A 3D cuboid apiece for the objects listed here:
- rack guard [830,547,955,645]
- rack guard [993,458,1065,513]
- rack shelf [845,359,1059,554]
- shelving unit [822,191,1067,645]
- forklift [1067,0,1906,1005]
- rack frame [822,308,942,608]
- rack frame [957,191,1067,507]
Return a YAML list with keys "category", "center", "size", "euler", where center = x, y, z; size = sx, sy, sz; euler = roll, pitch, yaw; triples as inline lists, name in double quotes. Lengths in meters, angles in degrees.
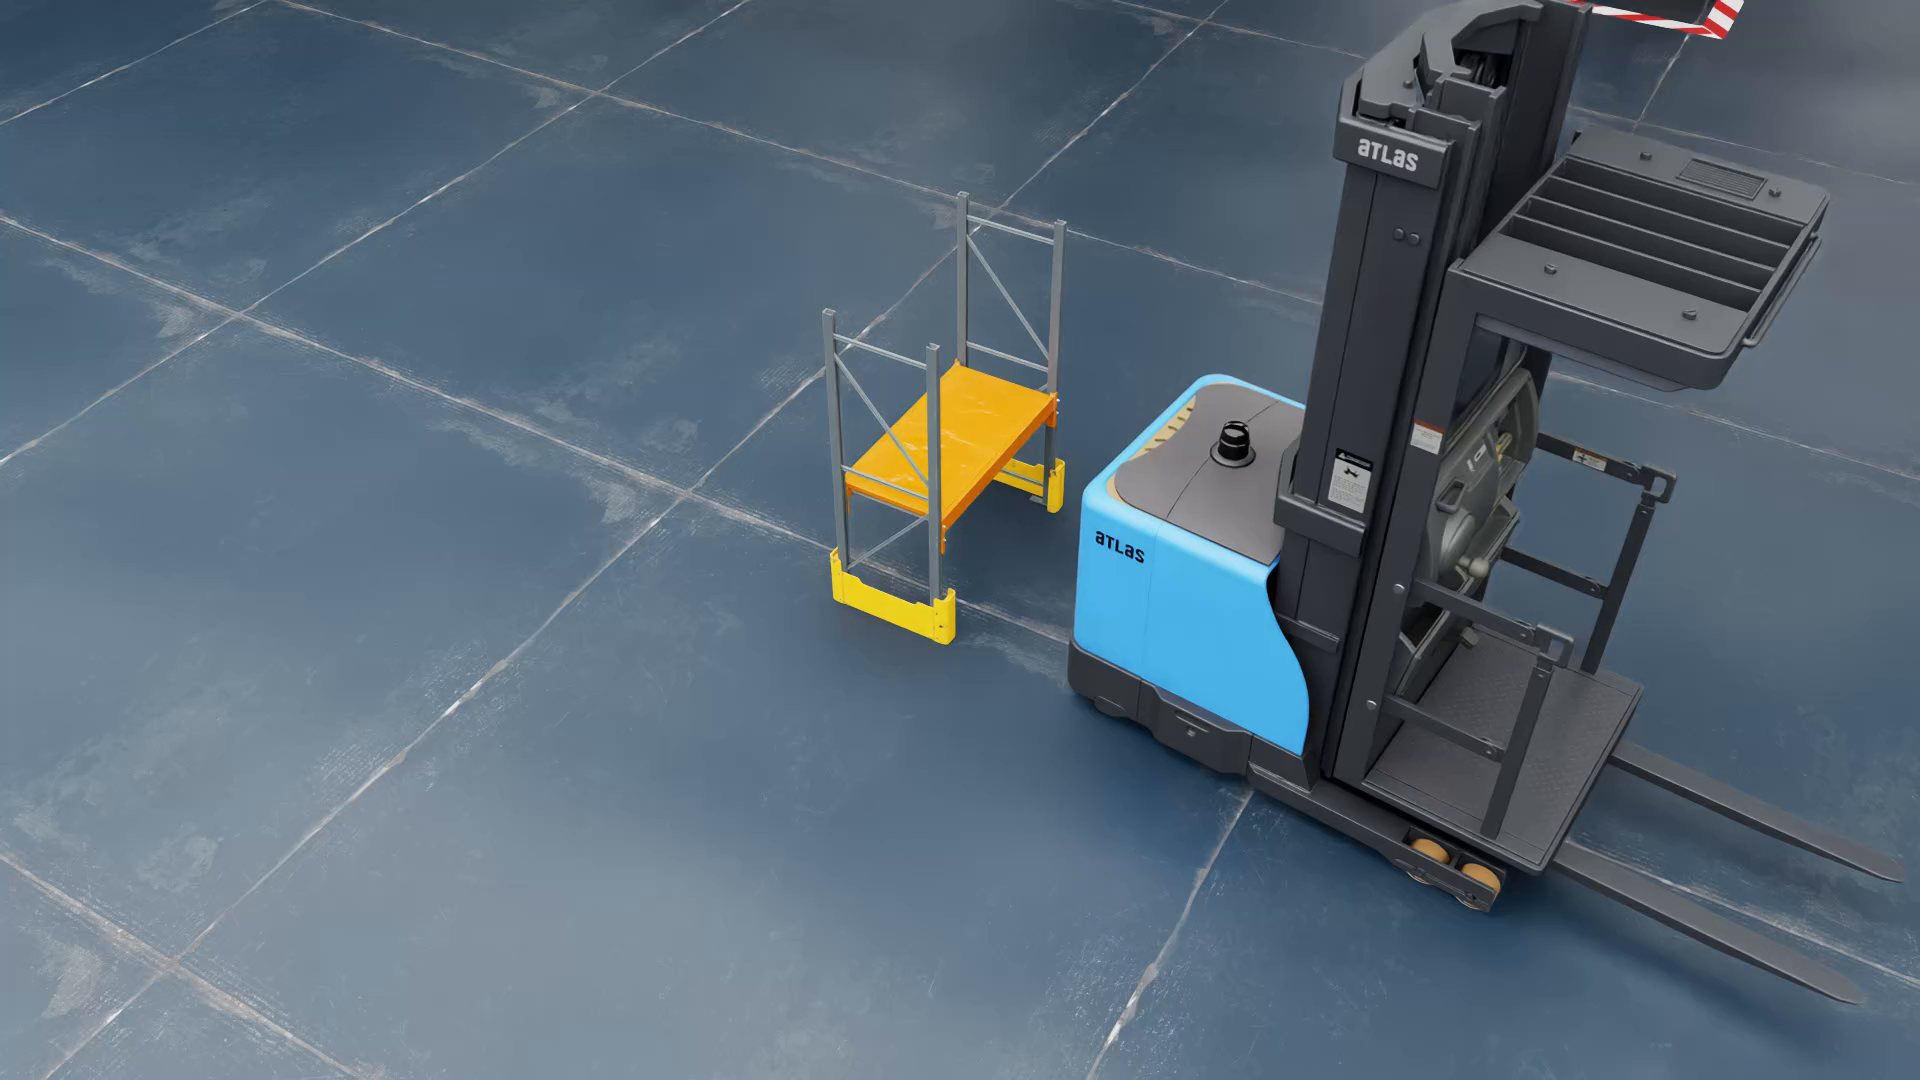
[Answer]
- category: "rack guard"
  center: [-0.287, 0.235, 7.110]
  size: [0.587, 0.250, 0.087]
  euler: [21, 45, 22]
- category: "rack guard"
  center: [0.211, -0.335, 7.757]
  size: [0.587, 0.250, 0.087]
  euler: [21, 45, 22]
- category: "rack shelf"
  center: [-0.043, -0.379, 7.133]
  size: [0.538, 0.185, 1.000]
  euler: [21, 45, 22]
- category: "shelving unit"
  center: [-0.038, -0.519, 7.020]
  size: [0.587, 1.500, 1.083]
  euler: [21, 45, 22]
- category: "forklift"
  center: [1.933, -0.163, 5.532]
  size: [3.031, 2.935, 1.130]
  euler: [25, 47, 26]
- category: "rack frame"
  center: [-0.297, -0.223, 6.684]
  size: [0.500, 1.500, 0.032]
  euler: [21, 45, 22]
- category: "rack frame"
  center: [0.212, -0.805, 7.345]
  size: [0.500, 1.500, 0.032]
  euler: [21, 45, 22]
